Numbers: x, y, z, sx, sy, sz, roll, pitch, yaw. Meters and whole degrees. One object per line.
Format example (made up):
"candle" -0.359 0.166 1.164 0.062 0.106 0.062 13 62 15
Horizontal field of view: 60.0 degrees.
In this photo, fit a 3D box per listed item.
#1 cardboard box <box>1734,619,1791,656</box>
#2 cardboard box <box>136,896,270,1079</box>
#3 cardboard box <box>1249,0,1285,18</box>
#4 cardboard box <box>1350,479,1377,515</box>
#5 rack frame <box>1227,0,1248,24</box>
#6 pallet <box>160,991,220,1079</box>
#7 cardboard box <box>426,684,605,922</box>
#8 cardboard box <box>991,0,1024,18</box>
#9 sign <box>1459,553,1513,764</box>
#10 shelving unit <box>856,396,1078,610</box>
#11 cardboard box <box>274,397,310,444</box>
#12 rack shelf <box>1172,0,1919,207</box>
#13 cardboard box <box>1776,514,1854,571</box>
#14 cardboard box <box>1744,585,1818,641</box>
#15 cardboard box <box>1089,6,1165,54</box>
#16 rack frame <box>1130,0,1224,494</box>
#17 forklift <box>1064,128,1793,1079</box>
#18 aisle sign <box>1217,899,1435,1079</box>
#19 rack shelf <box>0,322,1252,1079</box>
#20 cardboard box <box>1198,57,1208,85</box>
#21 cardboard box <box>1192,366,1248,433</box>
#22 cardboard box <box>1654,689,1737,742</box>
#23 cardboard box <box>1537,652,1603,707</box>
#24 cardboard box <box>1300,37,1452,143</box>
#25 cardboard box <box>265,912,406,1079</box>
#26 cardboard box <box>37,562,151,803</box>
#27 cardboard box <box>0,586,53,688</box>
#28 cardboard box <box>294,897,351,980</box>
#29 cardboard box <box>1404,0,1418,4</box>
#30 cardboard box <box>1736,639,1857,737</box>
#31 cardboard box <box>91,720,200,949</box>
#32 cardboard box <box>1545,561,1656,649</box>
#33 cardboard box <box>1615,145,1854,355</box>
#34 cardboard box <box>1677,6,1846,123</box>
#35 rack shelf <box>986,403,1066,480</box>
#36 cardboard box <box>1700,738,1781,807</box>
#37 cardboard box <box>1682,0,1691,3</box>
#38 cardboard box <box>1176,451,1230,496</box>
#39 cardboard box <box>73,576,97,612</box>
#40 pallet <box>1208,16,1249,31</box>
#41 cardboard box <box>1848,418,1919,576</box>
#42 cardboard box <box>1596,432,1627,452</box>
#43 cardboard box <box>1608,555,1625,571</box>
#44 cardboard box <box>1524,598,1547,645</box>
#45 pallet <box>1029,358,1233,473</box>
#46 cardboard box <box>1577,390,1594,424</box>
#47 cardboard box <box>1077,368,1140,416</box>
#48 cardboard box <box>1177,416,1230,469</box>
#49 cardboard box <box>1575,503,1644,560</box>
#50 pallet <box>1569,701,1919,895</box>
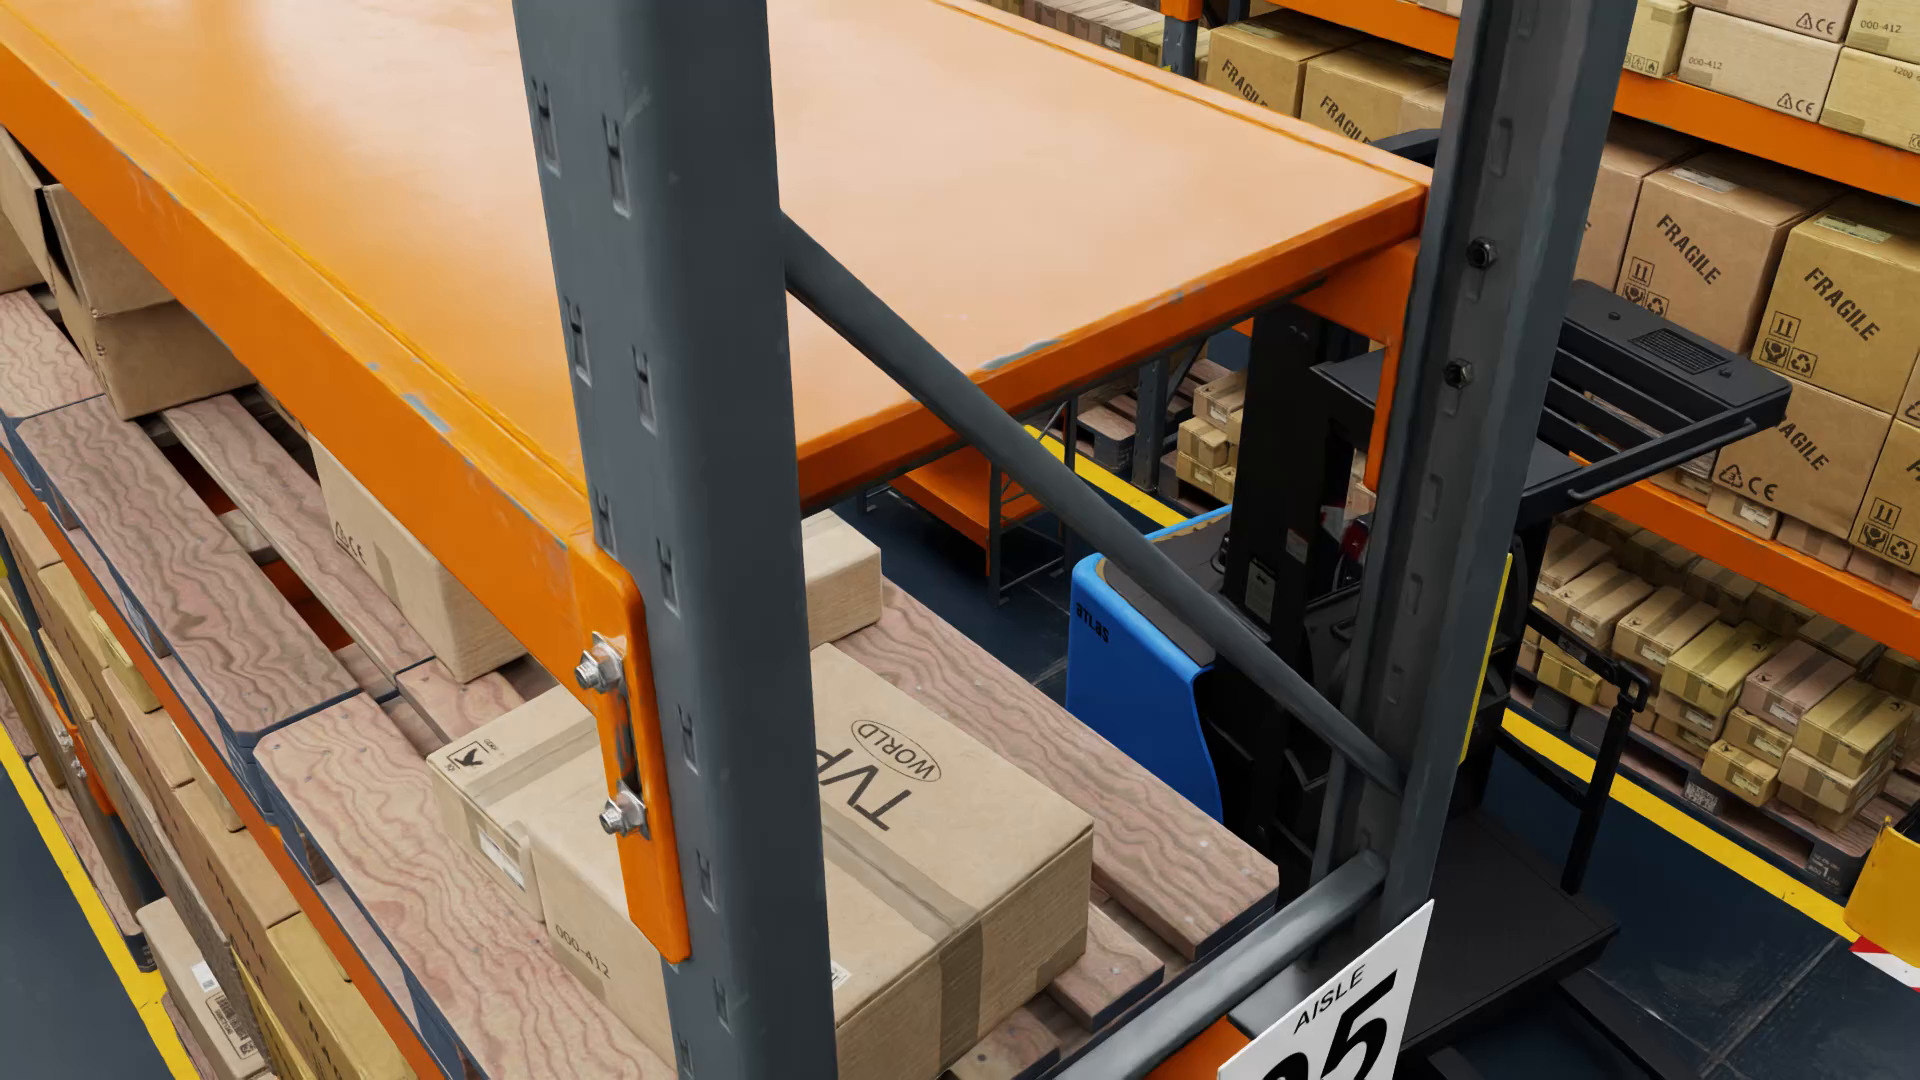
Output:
"cardboard box" 3.391 0.419 6.909 0.380 0.149 0.250 -25 43 -31
"cardboard box" -2.082 1.409 5.519 0.875 0.438 0.875 -27 43 -32
"cardboard box" 3.013 -4.237 13.112 1.225 0.875 0.875 -28 44 -34
"cardboard box" 1.995 -0.208 7.537 0.380 0.149 0.250 -25 42 -31
"rack frame" 2.583 -5.245 13.060 1.000 3.000 0.127 -26 43 -32
"pallet" -1.975 1.720 5.638 1.003 0.211 1.213 -26 43 -32
"cardboard box" -0.515 0.329 2.362 0.380 0.149 0.250 -30 45 -35
"cardboard box" 0.396 -3.019 9.256 0.380 0.149 0.250 -25 42 -30
"sign" 0.603 0.166 2.000 0.100 0.325 0.005 -26 43 -32
"shelving unit" 0.004 -0.456 7.921 0.538 1.125 1.048 -26 43 -32
"cardboard box" -1.011 -0.440 3.144 0.500 0.500 0.500 -25 42 -31
"rack shelf" 2.601 -1.721 6.112 1.077 0.370 4.000 -26 43 -32
"cardboard box" 3.160 -0.072 5.974 0.380 0.149 0.250 -26 43 -32
"cardboard box" 3.479 0.248 6.893 0.380 0.149 0.250 -26 43 -32
"cardboard box" 0.900 -2.677 8.773 0.380 0.149 0.250 -27 43 -32
"rack frame" 1.311 -1.674 8.018 1.000 3.000 0.127 -26 43 -32
"forklift" 1.592 0.349 5.221 1.130 2.935 3.031 -19 40 -25
"aisle sign" 0.444 0.846 2.211 0.394 0.787 0.004 -26 43 -32
"rack shelf" -1.115 0.170 3.442 1.077 0.370 4.000 -26 43 -32
"cardboard box" 1.408 -2.331 8.285 0.380 0.149 0.250 -24 42 -30
"cardboard box" 1.375 -0.695 8.224 0.380 0.149 0.250 -24 42 -30
"cardboard box" 2.997 0.608 6.642 0.380 0.149 0.250 -28 44 -33
"cardboard box" 2.663 0.512 7.035 0.380 0.149 0.250 -28 44 -34
"cardboard box" 1.762 -1.730 6.889 0.500 0.500 0.500 -27 44 -33
"cardboard box" -0.994 0.971 3.332 0.500 0.500 0.500 -26 43 -32
"cardboard box" -1.962 0.294 4.287 0.500 0.500 0.500 -27 43 -32
"cardboard box" -2.888 0.175 5.538 0.500 0.250 0.500 -27 43 -33
"cardboard box" -1.074 0.643 3.234 0.380 0.149 0.250 -25 42 -31
"cardboard box" 1.738 -2.316 6.459 0.500 0.250 0.500 -27 43 -32
"cardboard box" 3.238 0.570 6.438 0.380 0.149 0.250 -25 42 -31
"cardboard box" -1.981 0.705 4.573 0.500 0.500 0.500 -26 43 -32
"cardboard box" 2.640 0.267 6.866 0.380 0.149 0.250 -24 42 -30
"cardboard box" 2.737 -1.037 5.910 0.500 0.500 0.500 -24 42 -30
"cardboard box" 2.752 -1.619 5.475 0.500 0.250 0.500 -24 42 -30
"rack shelf" 0.004 -0.695 7.752 0.538 0.278 1.000 -26 43 -32
"cardboard box" 3.150 0.854 6.552 0.380 0.149 0.250 -25 42 -30
"cardboard box" 2.424 -2.062 5.669 0.500 0.250 0.500 -28 44 -34
"cardboard box" 1.300 -0.401 8.324 0.380 0.149 0.250 -28 44 -34
"cardboard box" -1.912 0.077 4.033 0.380 0.149 0.250 -26 43 -32
"pallet" 2.080 -4.452 14.354 1.003 0.211 1.213 -26 43 -32
"cardboard box" 3.405 -0.172 5.554 0.500 0.500 0.500 -25 42 -31
"cardboard box" 2.702 -0.445 6.500 0.380 0.149 0.250 -28 44 -34
"cardboard box" 2.858 0.079 7.389 0.380 0.149 0.250 -24 42 -30
"cardboard box" 2.501 0.264 7.128 0.380 0.149 0.250 -24 42 -30
"pallet" 0.807 -0.879 9.308 1.003 0.211 1.213 -26 43 -32
"cardboard box" 2.428 -0.846 6.505 0.500 0.500 0.500 -24 42 -30
"cardboard box" 0.640 -1.058 8.947 0.500 0.500 0.500 -27 43 -33
"cardboard box" 1.300 -0.523 8.240 0.380 0.149 0.250 -24 42 -30
"cardboard box" 2.949 -0.090 7.370 0.380 0.149 0.250 -25 42 -31
"pallet" 3.346 0.825 6.902 1.003 0.211 1.213 -26 43 -32
